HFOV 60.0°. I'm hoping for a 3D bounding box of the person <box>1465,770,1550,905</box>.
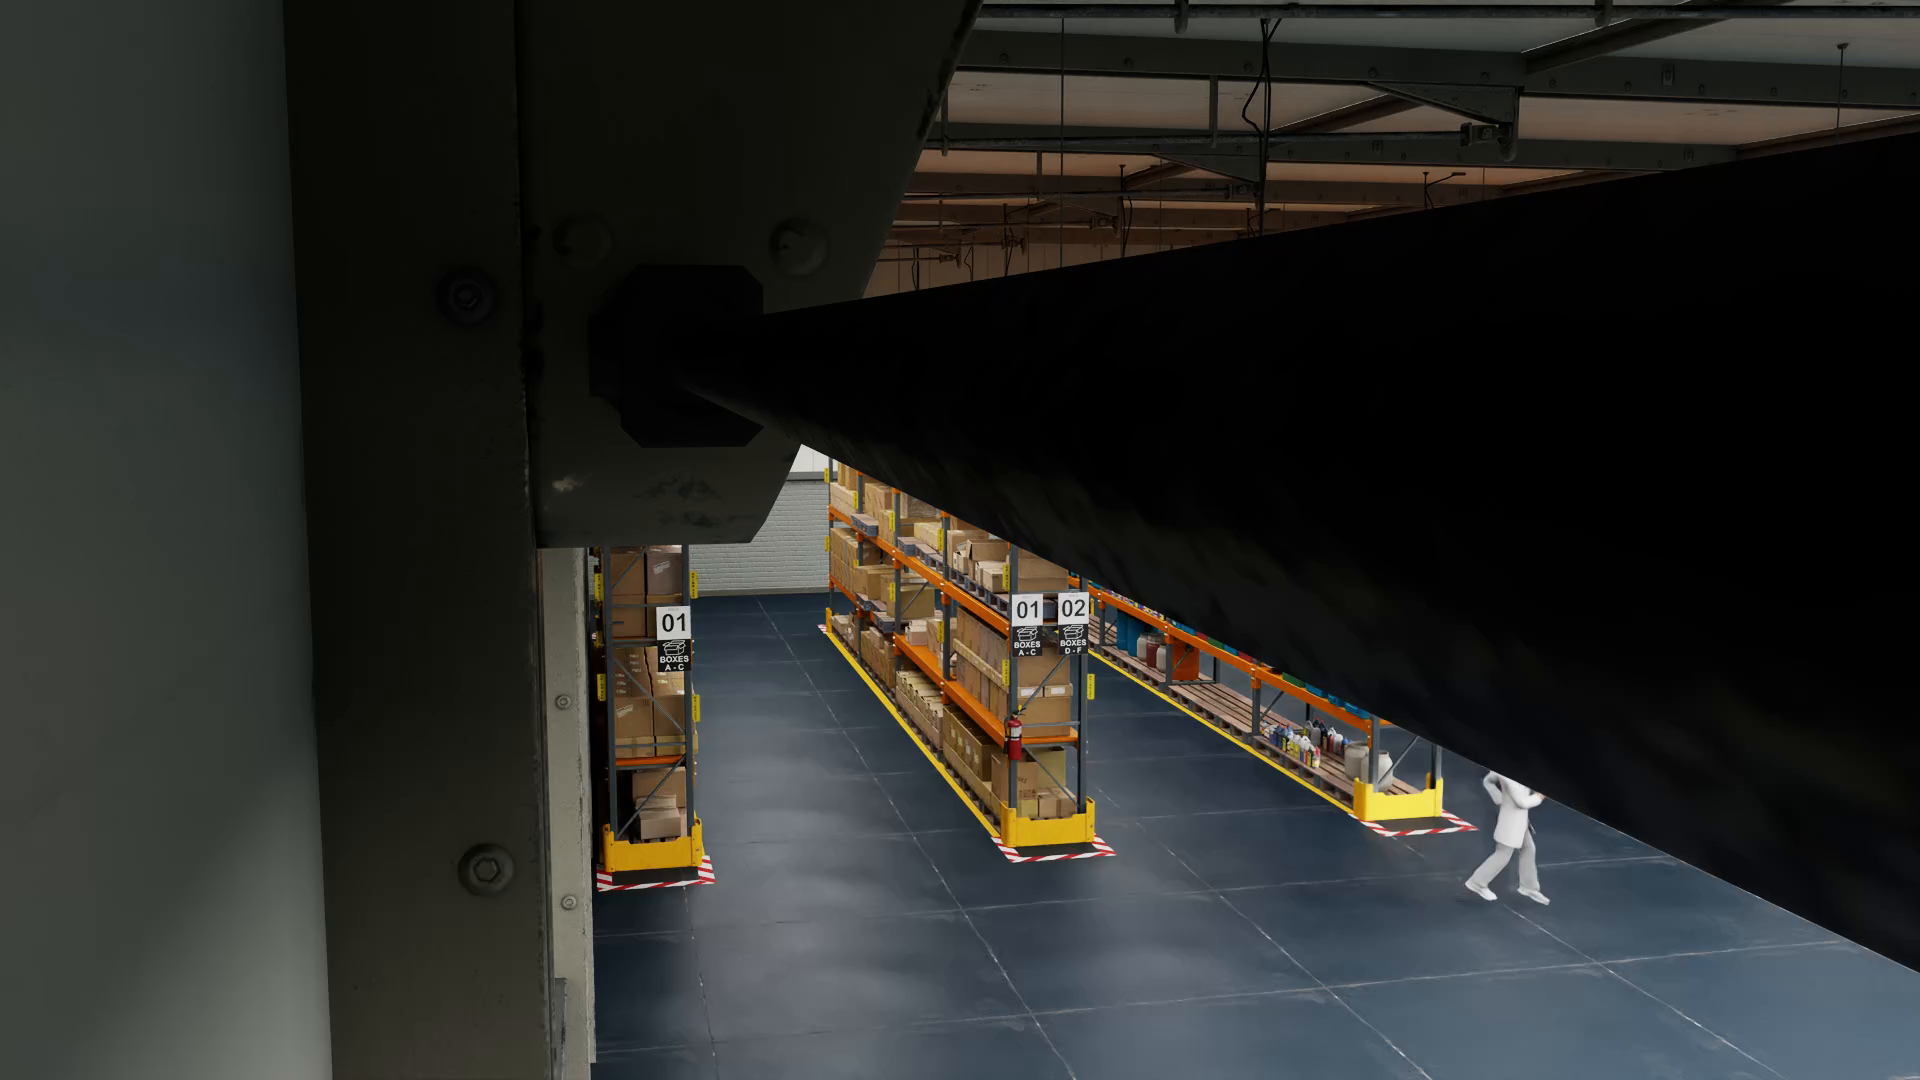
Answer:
[{"bbox_3d":[6.220,3.216,18.729,0.908,1.824,0.684,1,7,12],"label":"person"}]
